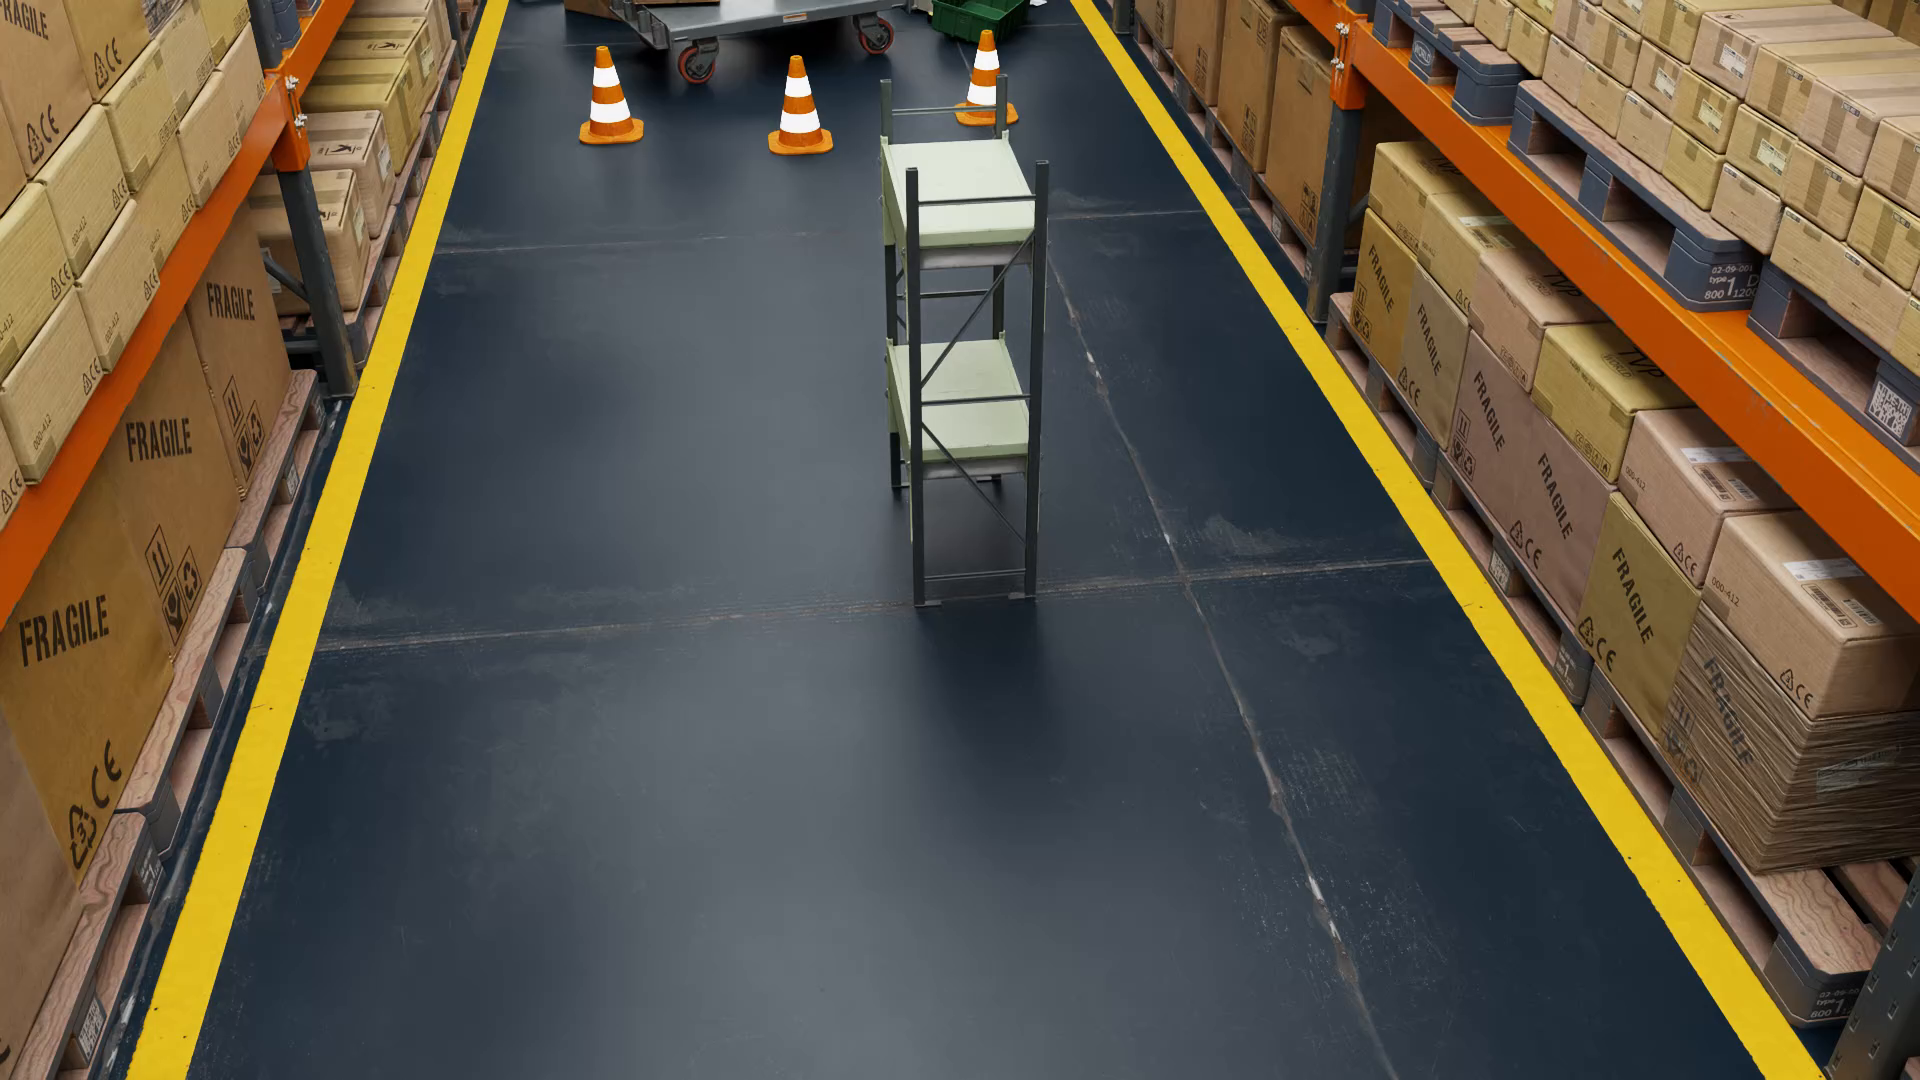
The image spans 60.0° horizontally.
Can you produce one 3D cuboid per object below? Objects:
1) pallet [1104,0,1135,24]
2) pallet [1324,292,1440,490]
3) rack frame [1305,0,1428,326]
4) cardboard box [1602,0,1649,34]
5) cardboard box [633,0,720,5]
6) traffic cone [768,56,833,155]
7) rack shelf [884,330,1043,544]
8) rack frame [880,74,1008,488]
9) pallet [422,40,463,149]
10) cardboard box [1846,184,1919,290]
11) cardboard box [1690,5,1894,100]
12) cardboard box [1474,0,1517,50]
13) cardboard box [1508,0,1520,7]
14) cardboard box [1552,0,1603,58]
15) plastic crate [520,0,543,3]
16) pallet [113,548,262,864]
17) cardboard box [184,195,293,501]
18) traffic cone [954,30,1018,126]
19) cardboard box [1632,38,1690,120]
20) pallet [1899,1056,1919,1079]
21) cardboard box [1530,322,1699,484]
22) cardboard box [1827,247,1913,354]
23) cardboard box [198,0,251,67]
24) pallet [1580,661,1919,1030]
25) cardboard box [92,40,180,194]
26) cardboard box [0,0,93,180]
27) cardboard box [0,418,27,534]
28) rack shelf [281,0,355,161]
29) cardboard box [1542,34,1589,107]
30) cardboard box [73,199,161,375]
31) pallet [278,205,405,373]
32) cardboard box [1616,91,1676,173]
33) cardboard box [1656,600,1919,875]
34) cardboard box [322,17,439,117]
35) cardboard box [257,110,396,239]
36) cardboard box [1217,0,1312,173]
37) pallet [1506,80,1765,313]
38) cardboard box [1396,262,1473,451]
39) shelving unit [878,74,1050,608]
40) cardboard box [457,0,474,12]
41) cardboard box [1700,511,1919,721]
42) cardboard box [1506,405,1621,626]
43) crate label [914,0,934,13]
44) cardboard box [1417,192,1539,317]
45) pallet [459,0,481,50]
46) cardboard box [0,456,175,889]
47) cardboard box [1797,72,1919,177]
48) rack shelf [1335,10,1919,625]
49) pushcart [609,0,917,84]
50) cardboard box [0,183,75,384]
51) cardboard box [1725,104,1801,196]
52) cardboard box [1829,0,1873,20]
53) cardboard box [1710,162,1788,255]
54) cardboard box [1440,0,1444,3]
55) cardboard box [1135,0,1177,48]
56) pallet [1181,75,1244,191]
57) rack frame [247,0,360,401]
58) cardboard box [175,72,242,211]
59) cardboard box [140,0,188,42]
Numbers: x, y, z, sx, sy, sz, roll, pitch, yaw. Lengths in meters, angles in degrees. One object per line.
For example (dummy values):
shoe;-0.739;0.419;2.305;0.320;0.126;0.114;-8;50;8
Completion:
pallet;1.434;-3.734;11.042;1.003;0.211;1.213;-4;35;-6
pallet;2.100;-0.636;6.495;1.003;0.211;1.213;-4;35;-6
rack frame;1.996;-2.224;6.350;1.000;3.000;0.127;-4;35;-6
cardboard box;2.045;-1.534;4.659;0.380;0.149;0.250;-3;34;-5
cardboard box;-1.673;-3.456;9.706;0.500;0.500;0.500;-4;35;-6
traffic cone;-0.849;-2.305;8.721;0.336;0.463;0.334;-4;35;-6
rack shelf;-0.001;-0.354;5.517;0.431;0.370;0.720;-4;35;-6
rack frame;-0.050;-0.828;5.633;0.400;1.500;0.023;-4;35;-6
pallet;-3.327;-2.438;9.140;1.003;0.211;1.213;-4;35;-6
cardboard box;2.218;-0.677;3.666;0.380;0.149;0.250;-3;34;-4
cardboard box;2.112;-1.244;4.234;0.380;0.149;0.250;-6;35;-9
cardboard box;1.929;-1.729;5.473;0.380;0.149;0.250;-3;34;-4
cardboard box;1.940;-1.832;5.361;0.380;0.149;0.250;-5;35;-8
cardboard box;2.007;-1.552;4.950;0.380;0.149;0.250;-4;35;-6
plastic crate;-2.832;-3.757;11.191;0.402;0.080;0.583;-16;38;-23
pallet;-2.703;0.484;4.852;1.003;0.211;1.213;-4;35;-6
cardboard box;-2.885;-0.697;5.622;0.875;0.875;0.875;-5;35;-7
traffic cone;0.142;-2.545;9.074;0.336;0.463;0.334;-4;35;-6
cardboard box;2.077;-1.263;4.526;0.380;0.149;0.250;-3;34;-5
pallet;2.660;1.532;3.314;1.003;0.211;1.213;-4;35;-6
cardboard box;2.043;-0.421;4.885;0.500;0.250;0.500;-6;35;-8
cardboard box;2.218;-0.552;3.747;0.380;0.149;0.250;-4;35;-7
cardboard box;-2.578;-1.686;5.250;0.500;0.250;0.500;-4;35;-7
pallet;2.428;0.726;4.497;1.003;0.211;1.213;-4;35;-6
cardboard box;-2.417;-1.116;4.414;0.500;0.250;0.500;-5;35;-8
cardboard box;-2.368;-1.132;3.771;0.500;0.500;0.500;-5;35;-7
cardboard box;-2.226;-0.053;3.297;0.500;0.250;0.500;-5;35;-8
rack shelf;-3.164;-2.612;7.557;1.077;0.370;4.000;-4;35;-6
cardboard box;2.005;-1.430;5.035;0.380;0.149;0.250;-3;34;-5
cardboard box;-2.337;-0.620;4.129;0.500;0.250;0.500;-5;35;-7
pallet;-2.999;-1.077;7.142;1.003;0.211;1.213;-4;35;-6
cardboard box;2.070;-1.144;4.615;0.380;0.149;0.250;-5;35;-8
cardboard box;2.185;0.473;4.238;0.500;0.500;0.500;-5;35;-7
cardboard box;-3.260;-2.419;8.597;0.950;0.372;0.625;-2;34;-3
cardboard box;-3.068;-1.608;7.406;0.950;0.372;0.625;-5;35;-7
cardboard box;1.883;-2.302;8.089;1.050;0.750;0.750;-4;34;-6
pallet;2.303;-1.043;4.788;1.003;0.211;1.213;-4;35;-6
cardboard box;1.910;-0.670;5.917;0.500;0.500;0.500;-4;34;-6
shelving unit;-0.001;-0.623;5.333;0.431;1.500;0.755;-4;35;-6
cardboard box;-3.245;-3.412;10.162;0.500;0.250;0.500;-6;35;-9
cardboard box;2.184;0.161;4.031;0.500;0.250;0.500;-5;35;-8
cardboard box;2.052;-0.099;5.079;0.500;0.500;0.500;-5;35;-7
crate label;-0.219;-3.525;10.801;0.250;0.136;0.298;27;43;34
cardboard box;1.917;-0.988;5.718;0.500;0.250;0.500;-5;35;-7
pallet;-3.558;-3.245;10.324;1.003;0.211;1.213;-4;35;-6
cardboard box;-2.649;0.300;4.159;0.875;0.875;0.875;-3;34;-5
cardboard box;2.181;-0.957;3.813;0.380;0.149;0.250;-4;35;-7
rack shelf;2.265;-0.811;4.915;1.077;0.370;4.000;-4;35;-6
pushcart;-1.181;-3.142;10.025;1.648;0.377;0.936;-16;38;-23
cardboard box;-2.276;-0.545;3.575;0.500;0.250;0.500;-4;34;-6
cardboard box;2.143;-0.975;4.103;0.380;0.149;0.250;-6;35;-9
cardboard box;2.688;-1.579;4.726;0.380;0.149;0.250;-3;34;-4
cardboard box;2.141;-0.847;4.180;0.380;0.149;0.250;-6;35;-8
cardboard box;1.856;-2.029;5.914;0.380;0.149;0.250;-5;35;-7
cardboard box;1.631;-3.361;9.642;1.050;0.750;0.750;-5;35;-7
pallet;1.804;-2.197;8.786;1.003;0.211;1.213;-4;35;-6
rack frame;-2.895;-1.793;5.717;1.000;3.000;0.127;-4;35;-6
cardboard box;-2.486;-1.184;4.958;0.500;0.250;0.500;-4;34;-6
cardboard box;-2.489;-1.693;4.594;0.500;0.500;0.500;-4;34;-6
